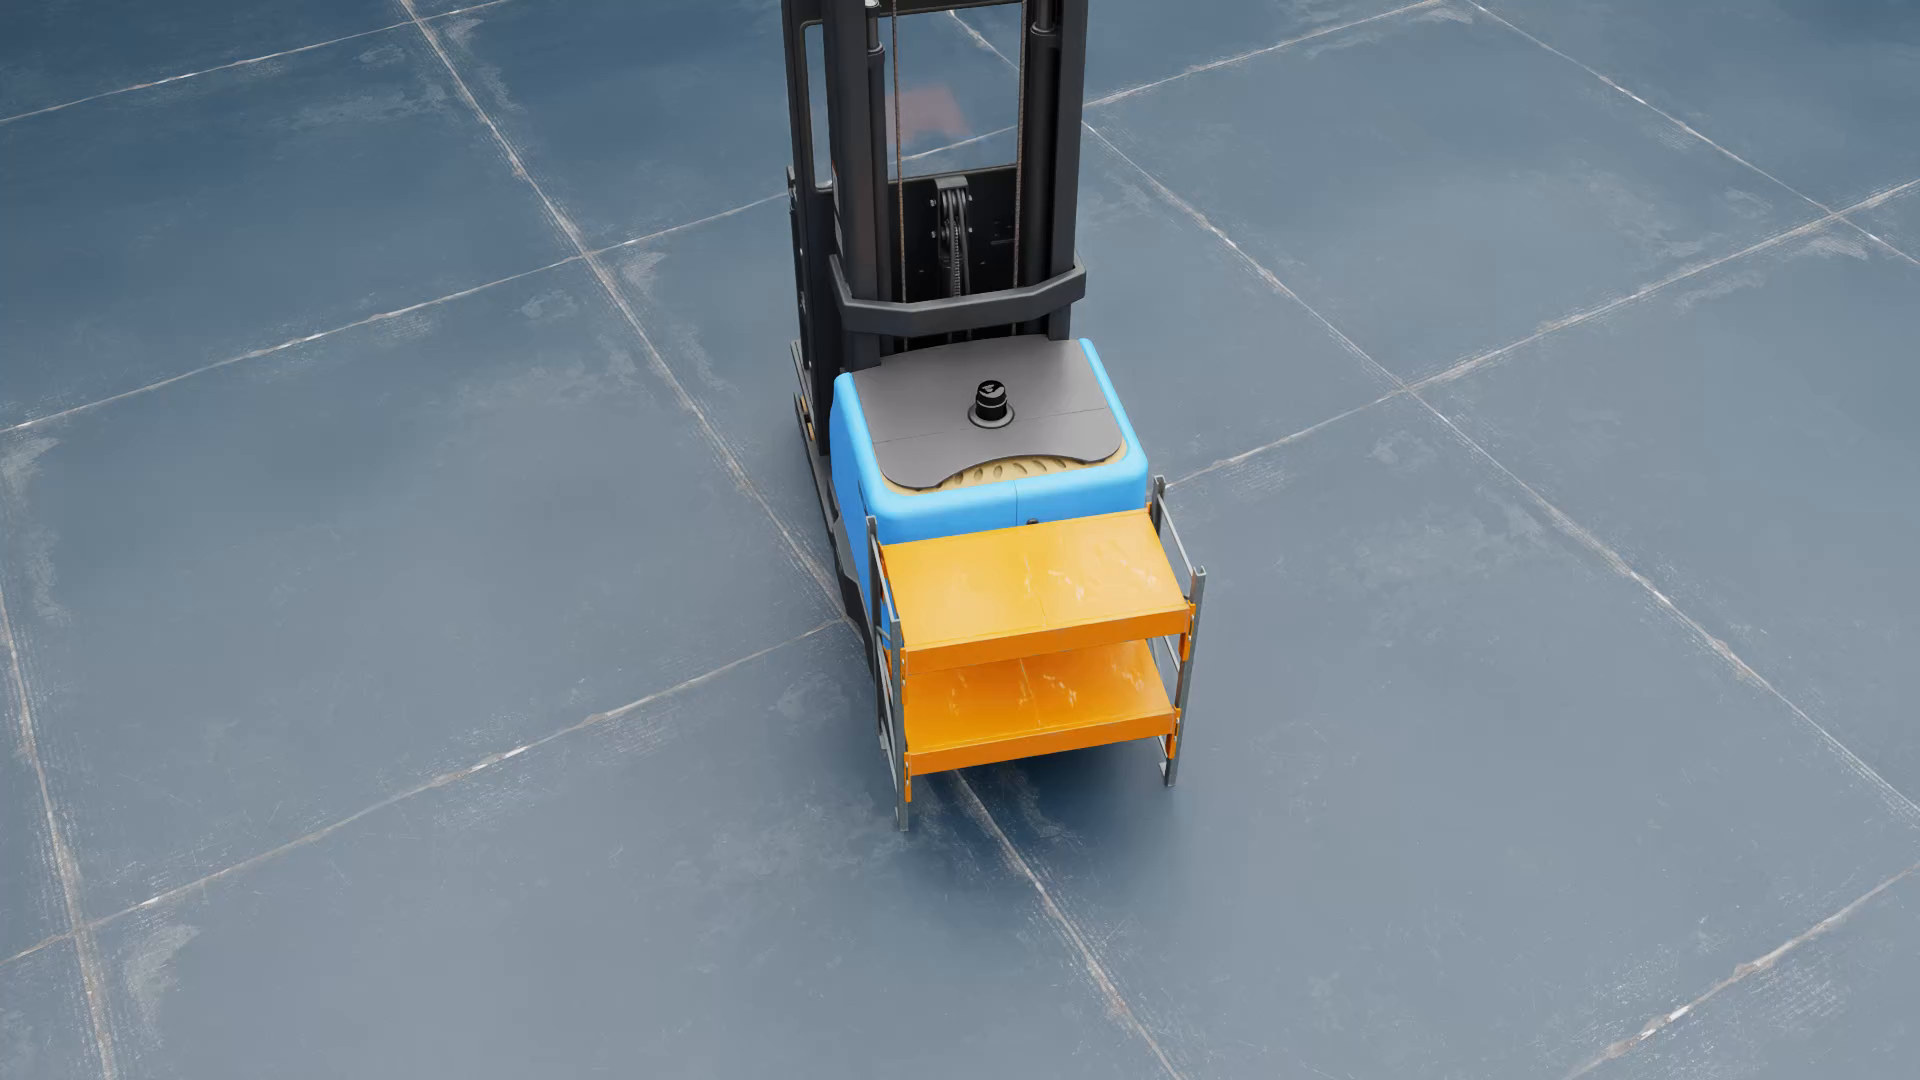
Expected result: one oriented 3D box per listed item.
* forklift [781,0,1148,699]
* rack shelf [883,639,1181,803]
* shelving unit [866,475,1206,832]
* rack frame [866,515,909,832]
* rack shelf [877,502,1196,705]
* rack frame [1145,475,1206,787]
[{"bbox_3d":[-0.142,-1.474,6.593,1.130,2.935,3.031,-9,45,-9],"label":"forklift"},{"bbox_3d":[0.244,0.596,6.109,1.000,0.278,0.538,-8,45,-8],"label":"rack shelf"},{"bbox_3d":[0.244,0.420,5.939,1.048,1.125,0.538,-8,45,-8],"label":"shelving unit"},{"bbox_3d":[-0.254,0.492,5.865,0.032,1.125,0.500,-8,45,-8],"label":"rack frame"},{"bbox_3d":[0.244,0.210,5.735,1.000,0.278,0.538,-8,45,-8],"label":"rack shelf"},{"bbox_3d":[0.742,0.349,6.012,0.032,1.125,0.500,-8,45,-8],"label":"rack frame"}]
